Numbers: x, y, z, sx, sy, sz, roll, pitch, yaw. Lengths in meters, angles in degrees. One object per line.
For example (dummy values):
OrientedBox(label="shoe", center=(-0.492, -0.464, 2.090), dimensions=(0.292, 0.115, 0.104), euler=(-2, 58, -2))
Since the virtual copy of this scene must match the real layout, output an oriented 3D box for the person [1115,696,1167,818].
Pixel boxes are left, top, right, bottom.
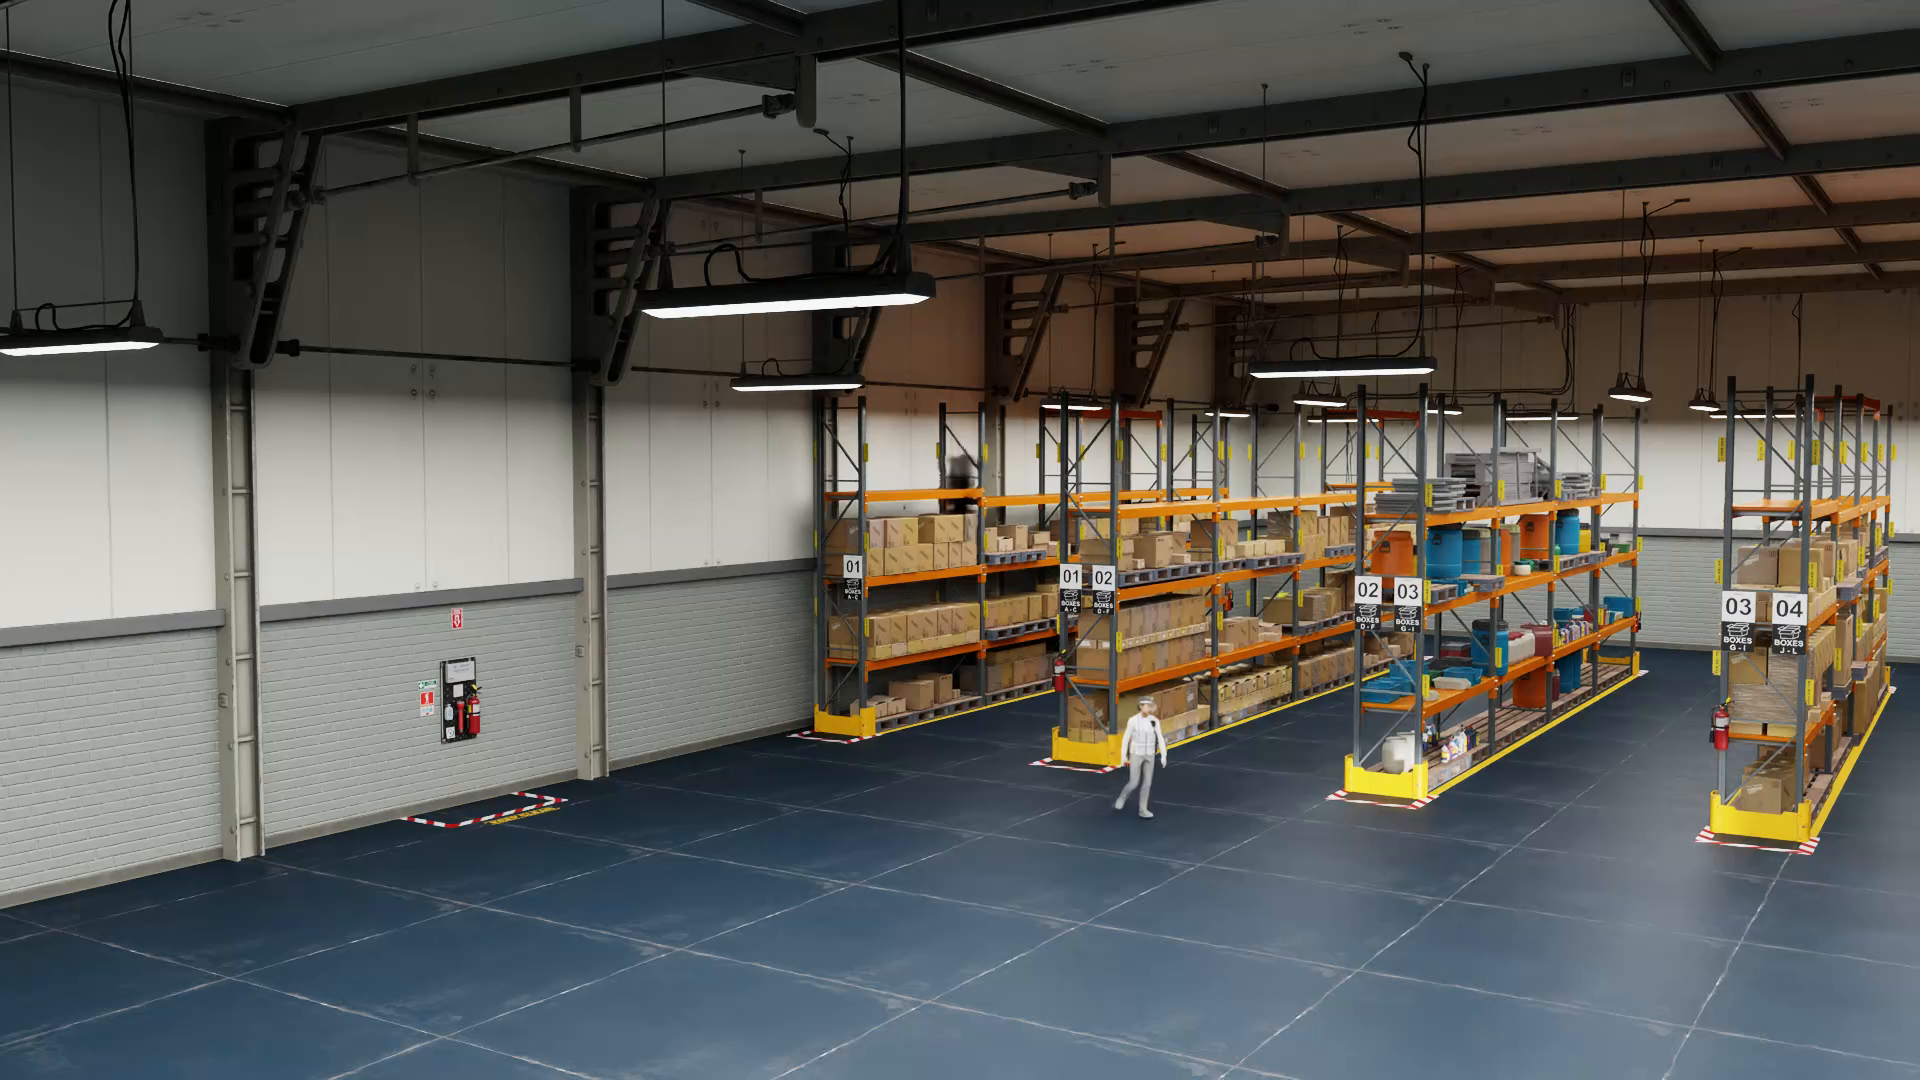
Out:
OrientedBox(label="person", center=(2.472, 2.958, 22.854), dimensions=(0.613, 1.668, 0.559), euler=(-1, 3, -16))
